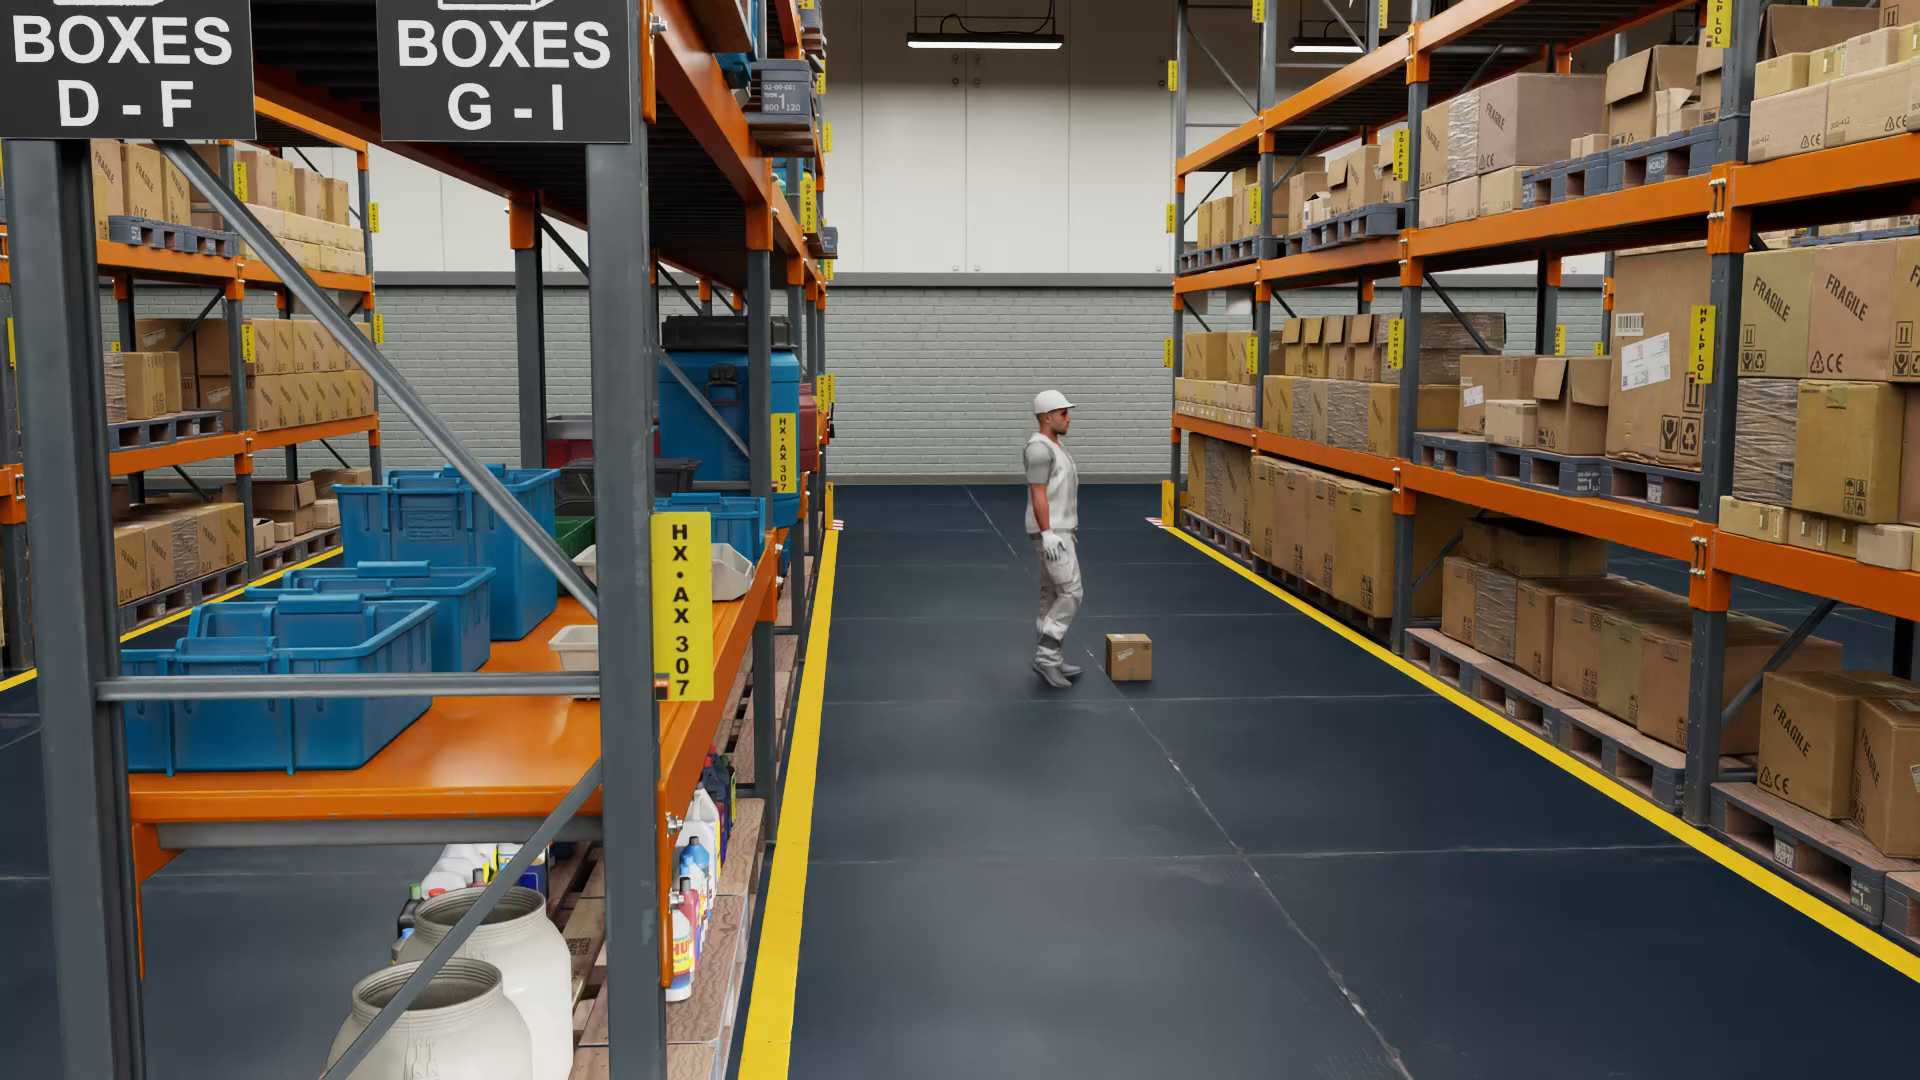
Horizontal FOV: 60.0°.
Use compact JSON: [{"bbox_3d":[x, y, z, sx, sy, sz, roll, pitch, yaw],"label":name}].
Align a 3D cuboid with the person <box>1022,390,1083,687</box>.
[{"bbox_3d":[0.598,-0.018,10.325,0.391,1.821,0.553,2,7,14],"label":"person"}]
